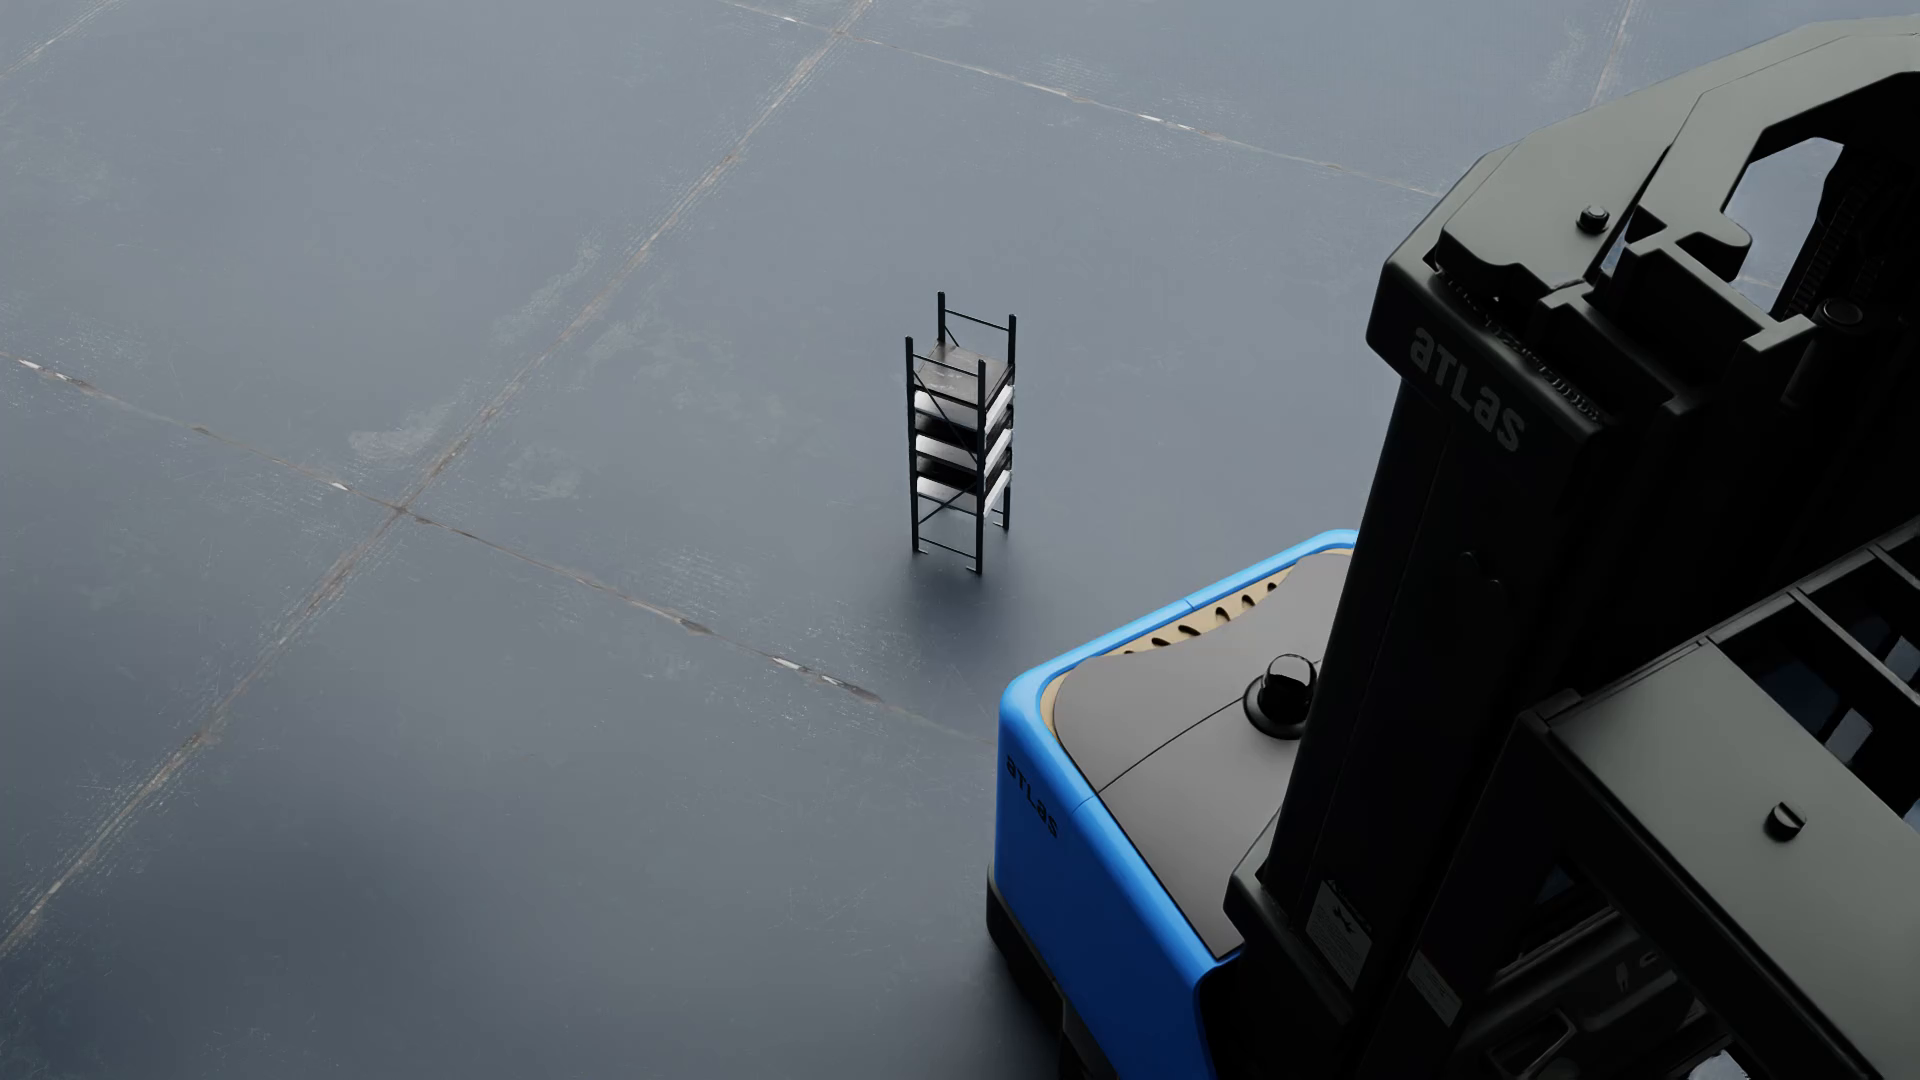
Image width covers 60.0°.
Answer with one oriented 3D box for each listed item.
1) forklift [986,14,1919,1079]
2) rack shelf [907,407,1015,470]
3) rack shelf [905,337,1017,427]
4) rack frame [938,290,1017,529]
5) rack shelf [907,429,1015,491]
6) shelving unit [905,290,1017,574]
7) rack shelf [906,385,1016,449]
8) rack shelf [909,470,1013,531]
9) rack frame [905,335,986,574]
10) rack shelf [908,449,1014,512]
[{"bbox_3d":[1.233,0.856,2.597,1.130,2.935,3.031,-23,53,-19],"label":"forklift"},{"bbox_3d":[0.003,-0.334,4.869,0.258,0.077,0.200,20,52,16],"label":"rack shelf"},{"bbox_3d":[0.003,-0.451,4.732,0.258,0.077,0.200,20,52,16],"label":"rack shelf"},{"bbox_3d":[0.047,-0.367,4.972,0.240,0.900,0.006,20,52,16],"label":"rack frame"},{"bbox_3d":[0.003,-0.276,4.937,0.258,0.077,0.200,20,52,16],"label":"rack shelf"},{"bbox_3d":[0.003,-0.297,4.912,0.258,0.900,0.210,20,52,16],"label":"shelving unit"},{"bbox_3d":[0.003,-0.392,4.800,0.258,0.077,0.200,20,52,16],"label":"rack shelf"},{"bbox_3d":[0.003,-0.159,5.075,0.258,0.077,0.200,20,52,16],"label":"rack shelf"},{"bbox_3d":[-0.040,-0.227,4.852,0.240,0.900,0.006,20,52,16],"label":"rack frame"},{"bbox_3d":[0.003,-0.217,5.006,0.258,0.077,0.200,20,52,16],"label":"rack shelf"}]
